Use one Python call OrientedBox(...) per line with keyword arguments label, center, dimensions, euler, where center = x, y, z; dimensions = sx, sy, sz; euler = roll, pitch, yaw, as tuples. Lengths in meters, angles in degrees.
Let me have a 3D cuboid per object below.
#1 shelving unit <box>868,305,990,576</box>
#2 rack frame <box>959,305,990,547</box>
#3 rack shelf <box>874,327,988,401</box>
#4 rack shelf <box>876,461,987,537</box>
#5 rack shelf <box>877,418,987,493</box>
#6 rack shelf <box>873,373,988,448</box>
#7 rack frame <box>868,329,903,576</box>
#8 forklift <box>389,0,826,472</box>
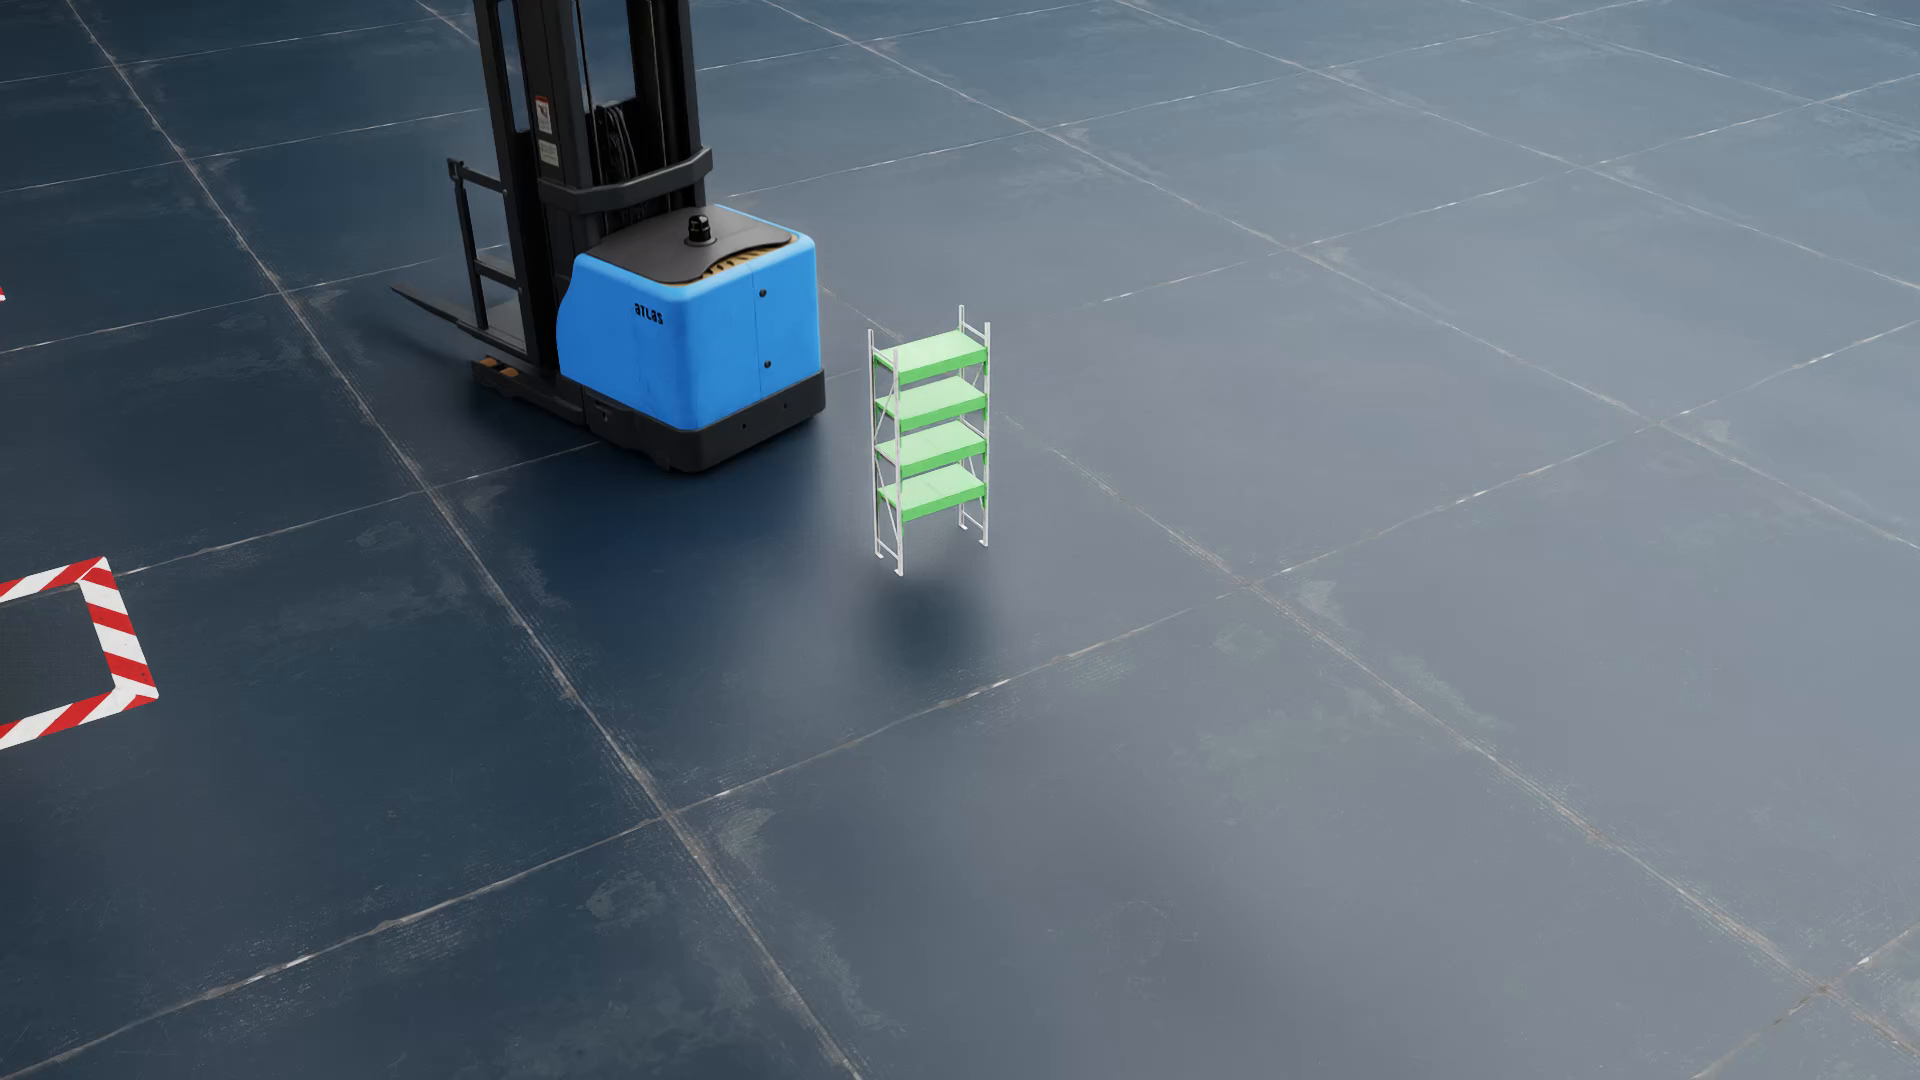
OrientedBox(label="shelving unit", center=(-0.139, -0.460, 7.854), dimensions=(0.503, 1.200, 0.258), euler=(-19, 37, -27))
OrientedBox(label="rack frame", center=(0.066, -0.530, 7.966), dimensions=(0.015, 1.200, 0.240), euler=(-19, 37, -27))
OrientedBox(label="rack shelf", center=(-0.139, -0.812, 7.632), dimensions=(0.480, 0.148, 0.258), euler=(-19, 37, -27))
OrientedBox(label="rack shelf", center=(-0.139, -0.203, 8.016), dimensions=(0.480, 0.148, 0.258), euler=(-19, 37, -27))
OrientedBox(label="rack shelf", center=(-0.139, -0.406, 7.888), dimensions=(0.480, 0.148, 0.258), euler=(-19, 37, -27))
OrientedBox(label="rack shelf", center=(-0.139, -0.609, 7.760), dimensions=(0.480, 0.148, 0.258), euler=(-19, 37, -27))
OrientedBox(label="rack frame", center=(-0.344, -0.389, 7.742), dimensions=(0.015, 1.200, 0.240), euler=(-19, 37, -27))
OrientedBox(label="forklift", center=(-2.195, -2.248, 9.067), dimensions=(3.031, 2.935, 1.130), euler=(25, 40, 33))
